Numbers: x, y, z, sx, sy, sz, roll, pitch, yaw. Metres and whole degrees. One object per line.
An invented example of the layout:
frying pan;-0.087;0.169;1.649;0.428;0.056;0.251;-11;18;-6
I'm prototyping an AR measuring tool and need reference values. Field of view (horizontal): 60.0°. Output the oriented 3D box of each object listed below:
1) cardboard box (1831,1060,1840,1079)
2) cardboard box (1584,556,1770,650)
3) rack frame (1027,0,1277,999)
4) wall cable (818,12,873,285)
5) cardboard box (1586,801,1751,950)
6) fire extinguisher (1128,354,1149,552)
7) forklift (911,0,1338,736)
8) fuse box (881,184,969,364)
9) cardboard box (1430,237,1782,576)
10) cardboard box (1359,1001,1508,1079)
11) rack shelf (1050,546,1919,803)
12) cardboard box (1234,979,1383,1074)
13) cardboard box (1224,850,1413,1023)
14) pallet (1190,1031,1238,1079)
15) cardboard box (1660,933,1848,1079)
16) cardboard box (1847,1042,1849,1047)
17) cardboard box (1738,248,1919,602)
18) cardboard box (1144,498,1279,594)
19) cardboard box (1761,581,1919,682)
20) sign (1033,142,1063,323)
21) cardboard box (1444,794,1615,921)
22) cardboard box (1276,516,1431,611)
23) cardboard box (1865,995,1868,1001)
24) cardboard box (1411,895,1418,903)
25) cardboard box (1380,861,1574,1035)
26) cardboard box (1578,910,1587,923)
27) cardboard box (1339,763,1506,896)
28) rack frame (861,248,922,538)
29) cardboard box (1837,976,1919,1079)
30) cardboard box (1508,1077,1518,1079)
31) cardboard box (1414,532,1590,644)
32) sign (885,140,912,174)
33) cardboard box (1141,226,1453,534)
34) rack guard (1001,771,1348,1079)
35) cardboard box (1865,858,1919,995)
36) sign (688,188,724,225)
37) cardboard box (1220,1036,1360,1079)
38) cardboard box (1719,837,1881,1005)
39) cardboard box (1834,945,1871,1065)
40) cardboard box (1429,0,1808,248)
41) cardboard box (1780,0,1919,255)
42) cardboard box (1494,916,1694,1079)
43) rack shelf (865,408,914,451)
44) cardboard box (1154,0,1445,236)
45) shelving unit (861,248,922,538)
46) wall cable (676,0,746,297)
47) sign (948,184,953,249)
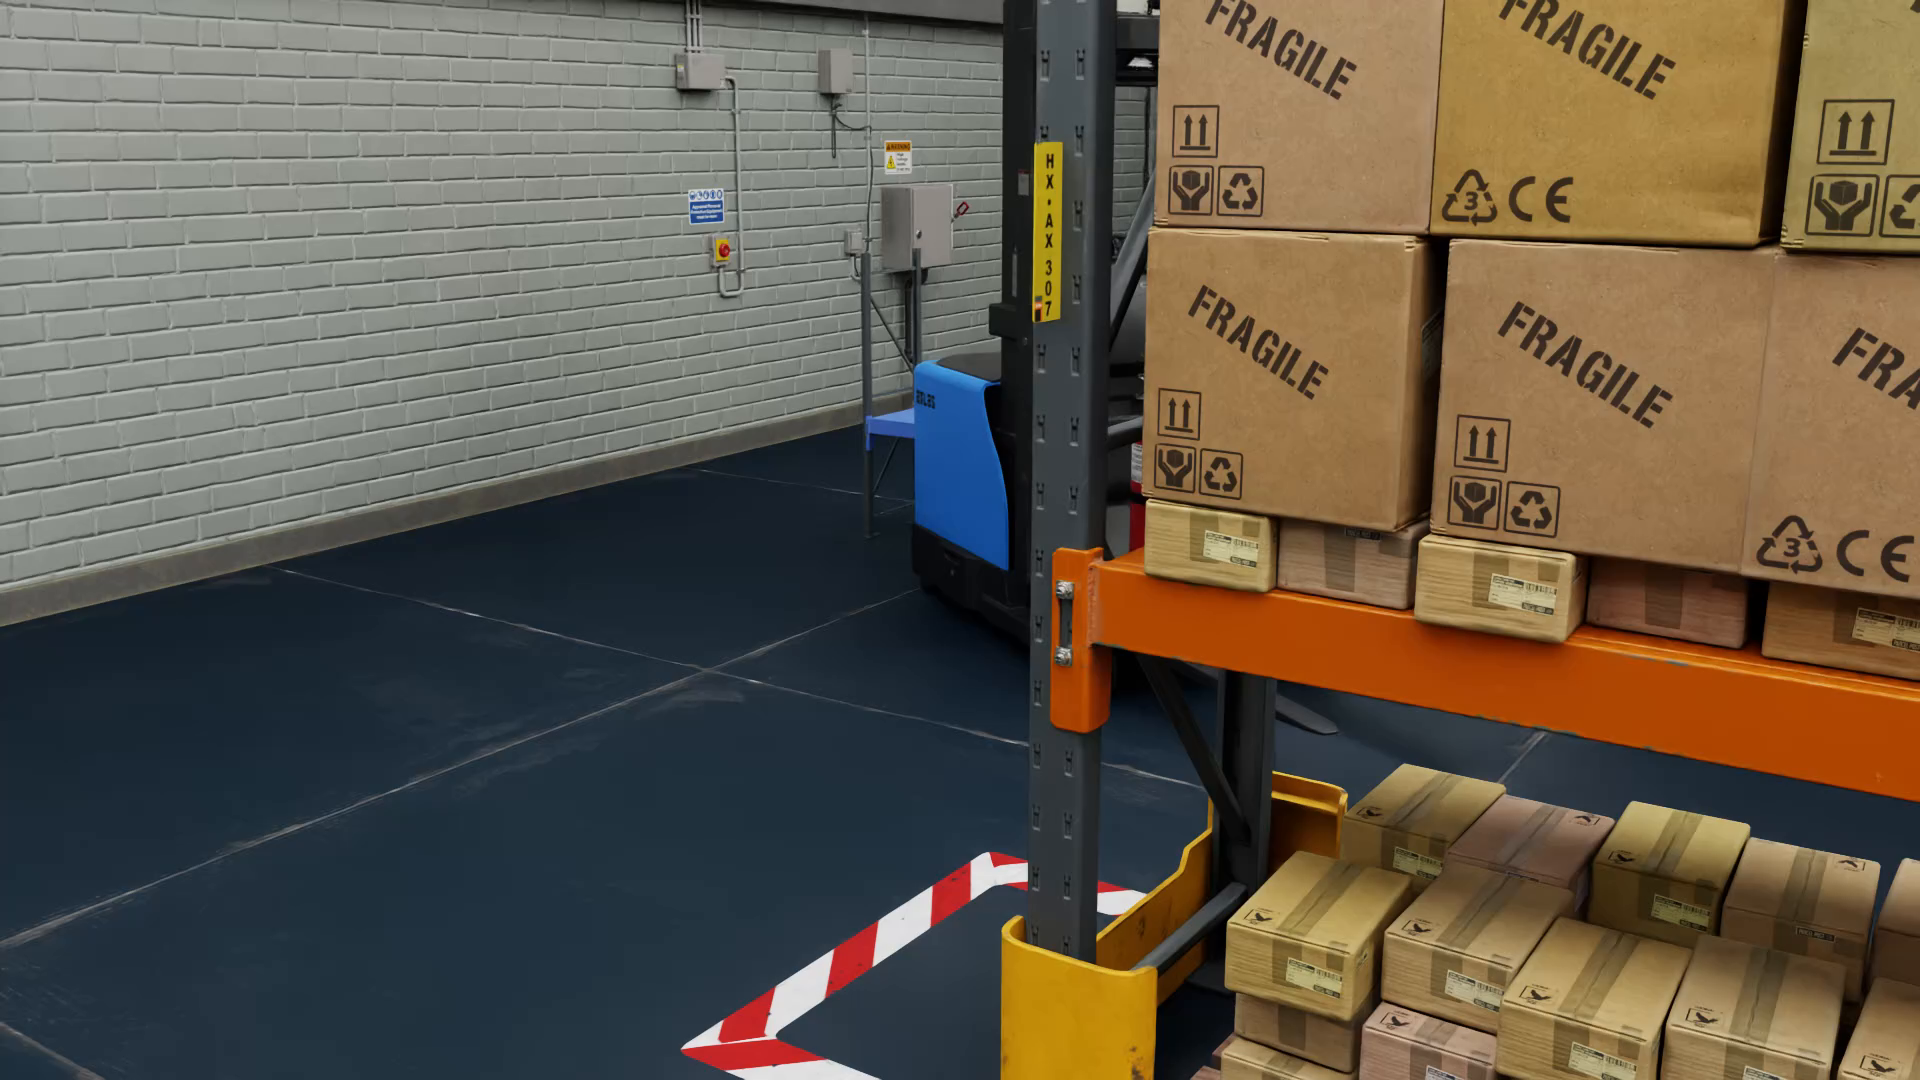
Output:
cardboard box;1.359;1.019;2.903;0.250;0.149;0.380;10;17;35
cardboard box;1.272;0.054;2.886;0.250;0.149;0.380;10;17;35
rack frame;0.467;-0.257;3.618;0.127;3.000;1.000;9;17;33
wall cable;-0.764;-2.786;11.723;0.122;1.984;0.588;9;17;33
cardboard box;1.510;0.709;3.536;0.250;0.149;0.380;9;16;32
fire extinguisher;0.515;-0.164;4.181;0.183;0.674;0.296;9;17;33
forklift;0.845;-0.944;6.537;1.130;2.935;3.031;-6;15;-24
fuse box;-0.253;-1.783;12.464;0.414;1.711;0.539;9;17;33
cardboard box;1.143;-0.268;2.835;0.500;0.500;0.500;9;17;33
cardboard box;0.954;0.948;3.190;0.250;0.149;0.380;9;17;33
rack shelf;2.126;0.361;2.621;4.000;0.370;1.077;9;17;33
cardboard box;0.758;0.900;3.384;0.250;0.149;0.380;10;17;35
cardboard box;0.712;0.772;3.281;0.250;0.149;0.380;8;16;30
pallet;1.184;1.223;3.444;1.213;0.211;1.003;9;17;33
cardboard box;1.397;0.861;2.922;0.250;0.149;0.380;8;16;30
cardboard box;1.632;1.036;2.835;0.250;0.149;0.380;8;16;30
cardboard box;1.543;-0.200;2.560;0.500;0.500;0.500;9;17;34
cardboard box;0.553;-0.026;3.209;0.250;0.149;0.380;9;17;32
cardboard box;1.483;0.095;2.719;0.250;0.149;0.380;9;17;32
sign;0.164;-0.569;3.077;0.005;0.325;0.100;9;17;33
cardboard box;1.224;0.700;3.574;0.250;0.149;0.380;10;17;34
cardboard box;0.787;0.000;3.104;0.250;0.149;0.380;10;17;35
cardboard box;1.933;0.929;3.268;0.250;0.149;0.380;9;17;34
cardboard box;1.064;0.793;3.819;0.250;0.149;0.380;9;16;31
cardboard box;1.008;0.785;3.229;0.250;0.149;0.380;10;17;34
cardboard box;1.251;0.838;3.634;0.250;0.149;0.380;9;16;32
cardboard box;1.047;0.655;3.756;0.250;0.149;0.380;9;17;33
rack frame;-0.358;-0.788;8.884;0.032;1.500;0.500;9;17;33
cardboard box;1.622;0.901;2.764;0.250;0.149;0.380;10;17;35
cardboard box;1.206;0.963;3.129;0.250;0.149;0.380;9;17;34
cardboard box;0.980;0.047;2.916;0.250;0.149;0.380;9;16;31
sign;-0.456;-2.826;12.277;0.001;0.242;0.339;9;17;33
cardboard box;0.685;-0.334;3.105;0.500;0.500;0.500;10;17;35
rack guard;0.530;0.967;3.878;0.348;0.500;1.175;9;17;33
cardboard box;1.943;0.782;3.244;0.250;0.149;0.380;10;17;35
sign;-1.624;-2.139;10.658;0.001;0.218;0.327;9;17;33
cardboard box;0.723;1.057;3.369;0.250;0.149;0.380;10;17;34
cardboard box;1.689;0.757;3.345;0.250;0.149;0.380;8;16;31
cardboard box;1.662;0.919;3.310;0.250;0.149;0.380;9;16;32
cardboard box;1.113;-0.756;2.725;0.500;0.500;0.500;10;17;34
cardboard box;1.533;-0.681;2.425;0.500;0.500;0.500;9;16;32
cardboard box;1.145;0.845;2.989;0.250;0.149;0.380;9;17;33
rack shelf;0.065;-0.545;8.653;1.000;0.185;0.538;9;17;33
cardboard box;0.691;-0.822;2.993;0.500;0.500;0.500;9;17;32
shelving unit;0.065;-0.720;8.610;1.048;1.500;0.538;9;17;33
wall cable;-1.546;-2.517;10.570;0.123;1.953;0.585;9;17;33
sign;-0.149;-2.488;12.831;0.001;0.494;0.329;9;17;33
